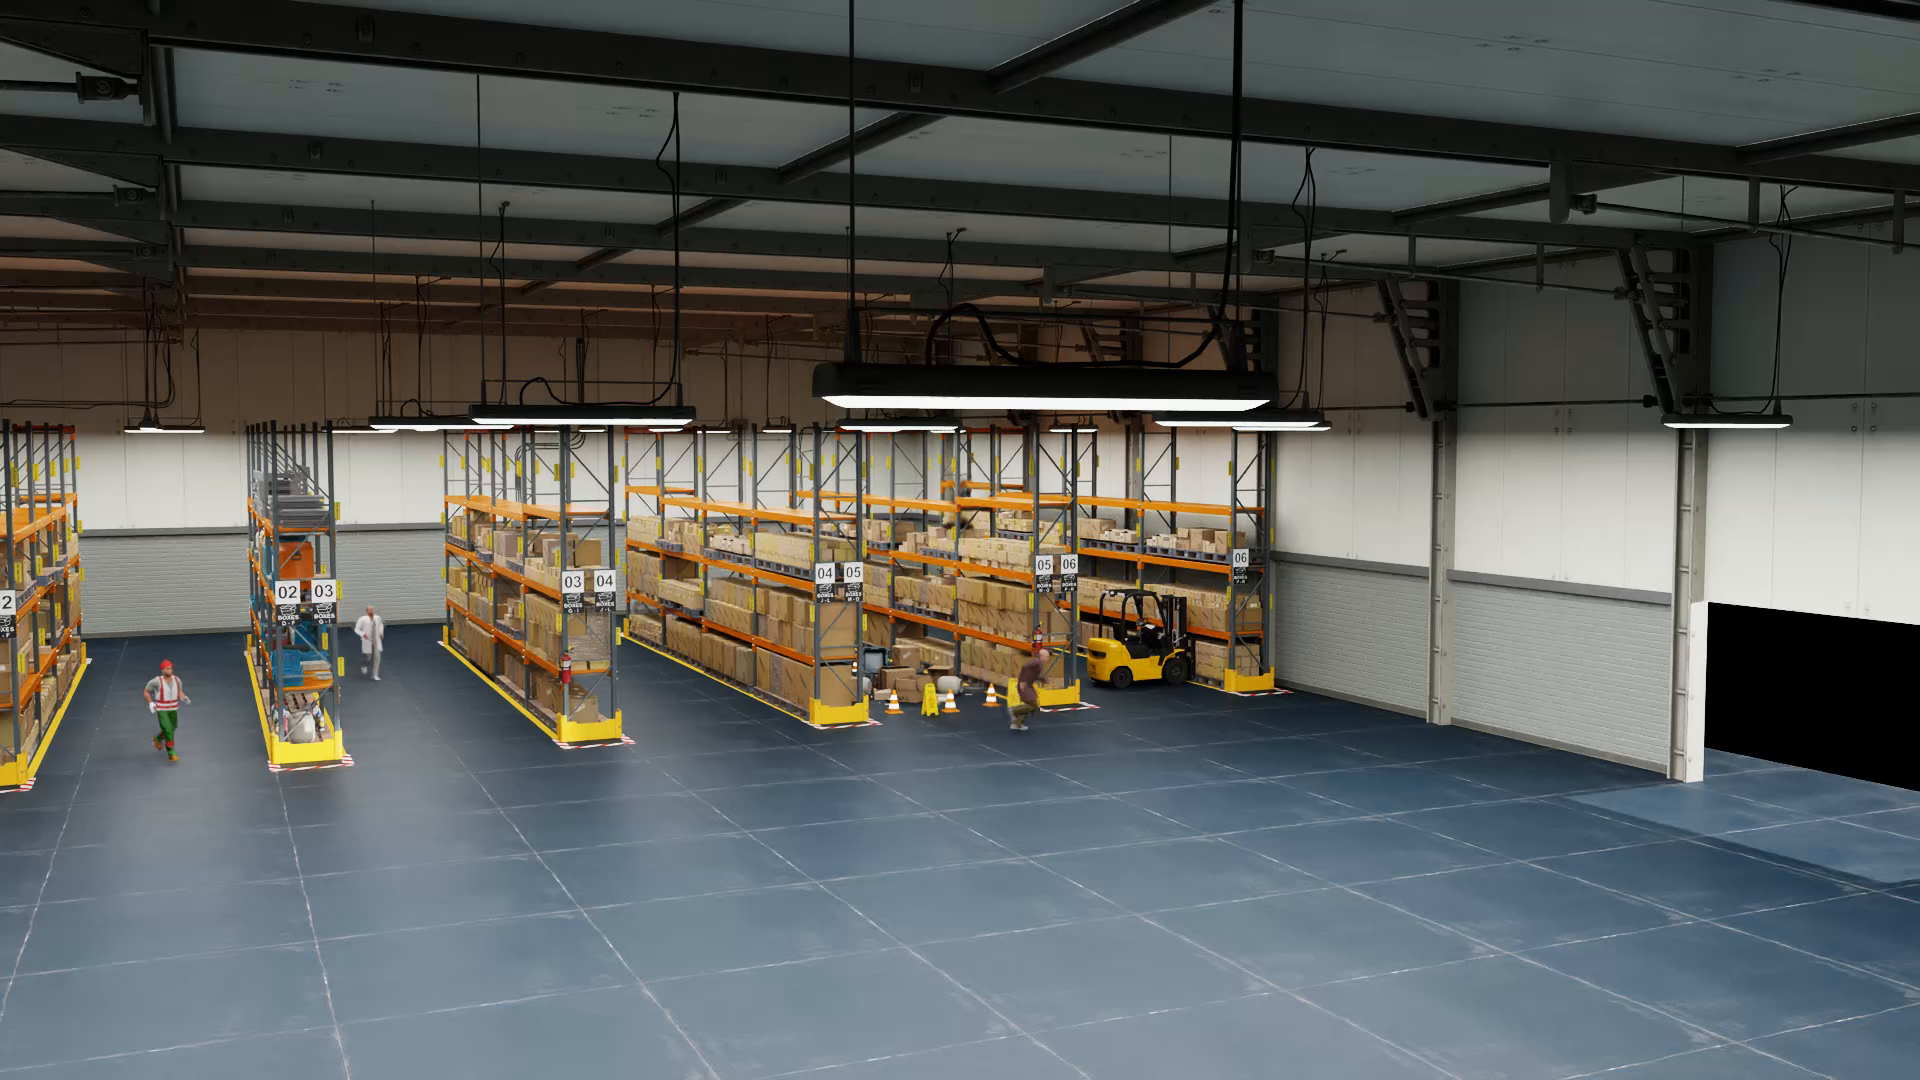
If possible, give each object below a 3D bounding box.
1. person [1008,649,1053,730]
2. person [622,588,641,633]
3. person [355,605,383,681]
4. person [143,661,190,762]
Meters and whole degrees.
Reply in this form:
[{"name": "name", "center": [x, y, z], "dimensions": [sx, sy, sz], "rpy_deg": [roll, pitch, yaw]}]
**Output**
[{"name": "person", "center": [1.368, 2.915, 32.271], "dimensions": [0.874, 1.596, 0.735], "rpy_deg": [1, 4, 11]}, {"name": "person", "center": [-9.567, 1.835, 48.774], "dimensions": [0.858, 1.701, 0.597], "rpy_deg": [-3, 5, -41]}, {"name": "person", "center": [-13.849, 2.409, 39.086], "dimensions": [0.712, 1.764, 0.918], "rpy_deg": [-3, 5, -39]}, {"name": "person", "center": [-14.092, 3.006, 29.429], "dimensions": [0.908, 1.766, 0.636], "rpy_deg": [2, 4, 35]}]
